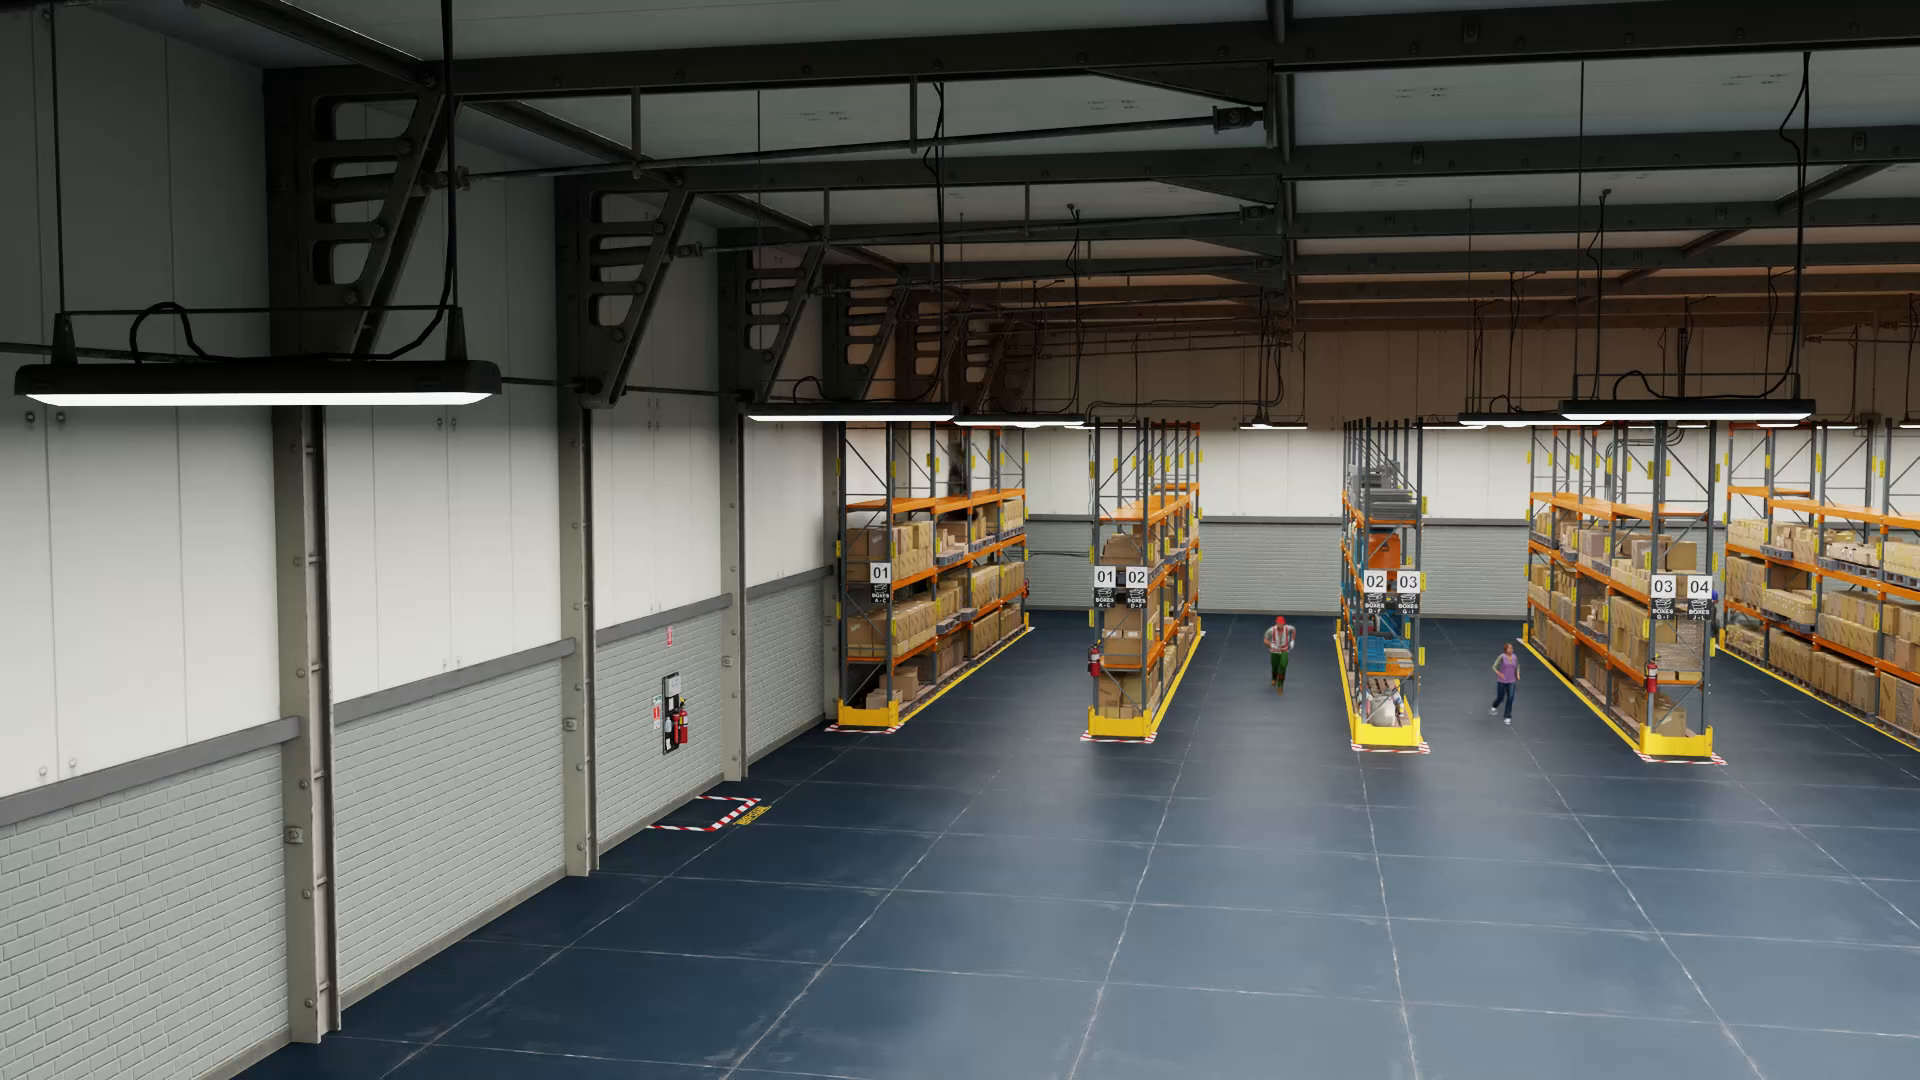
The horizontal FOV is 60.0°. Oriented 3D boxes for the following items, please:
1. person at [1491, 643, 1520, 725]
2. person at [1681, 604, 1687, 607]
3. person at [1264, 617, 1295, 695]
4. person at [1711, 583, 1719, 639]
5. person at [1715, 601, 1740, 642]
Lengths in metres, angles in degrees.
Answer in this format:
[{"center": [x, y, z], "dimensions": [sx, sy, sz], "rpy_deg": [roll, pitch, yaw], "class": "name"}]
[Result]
[{"center": [10.774, 2.804, 32.759], "dimensions": [0.575, 1.576, 0.883], "rpy_deg": [0, 4, -1], "class": "person"}, {"center": [18.975, 2.054, 43.908], "dimensions": [0.647, 1.655, 0.496], "rpy_deg": [1, 4, 21], "class": "person"}, {"center": [7.031, 2.517, 36.687], "dimensions": [0.704, 1.732, 1.038], "rpy_deg": [0, 4, 2], "class": "person"}, {"center": [20.520, 1.957, 45.497], "dimensions": [0.733, 1.704, 0.552], "rpy_deg": [-2, 4, -31], "class": "person"}, {"center": [20.939, 1.977, 45.156], "dimensions": [0.819, 1.681, 0.654], "rpy_deg": [2, 4, 31], "class": "person"}]
